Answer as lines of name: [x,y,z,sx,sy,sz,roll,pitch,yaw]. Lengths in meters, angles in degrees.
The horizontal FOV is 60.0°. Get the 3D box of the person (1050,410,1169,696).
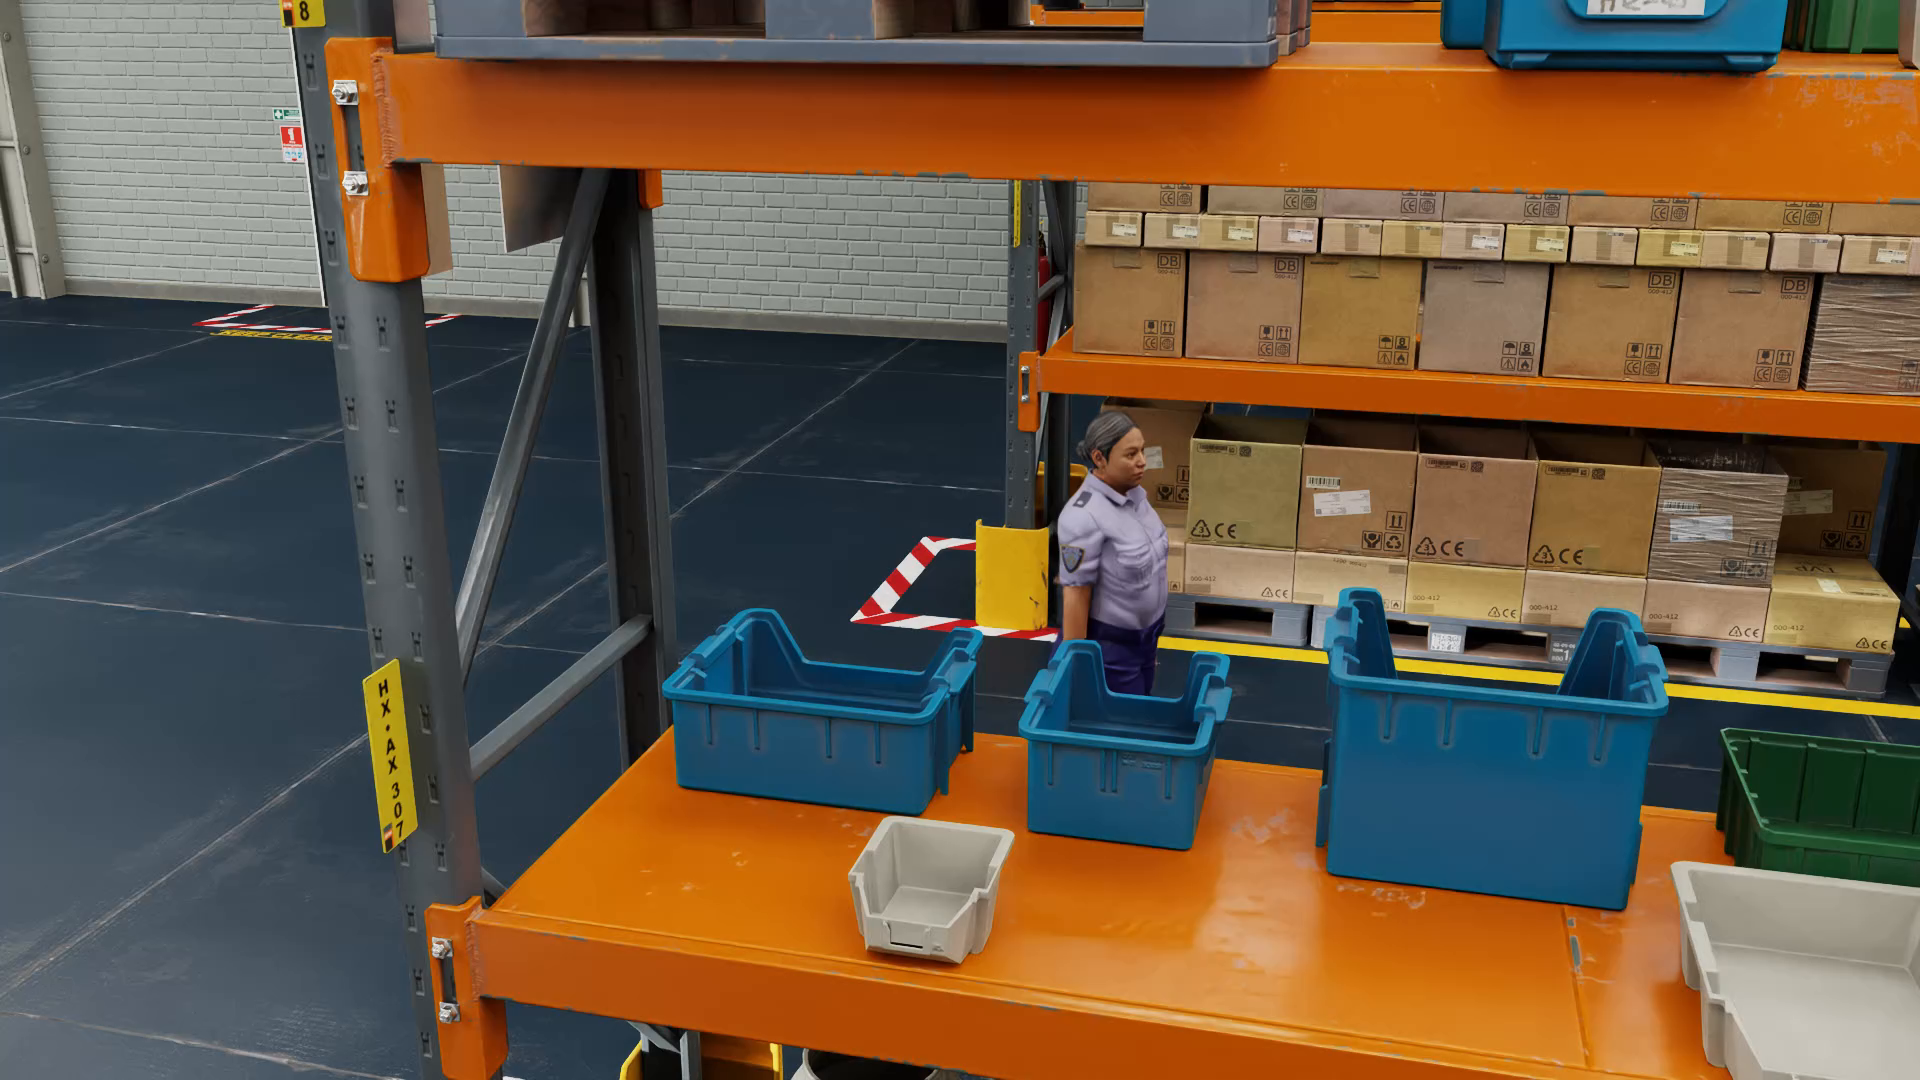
person: [0.596,0.398,5.371,0.580,1.643,0.481,9,20,25]
